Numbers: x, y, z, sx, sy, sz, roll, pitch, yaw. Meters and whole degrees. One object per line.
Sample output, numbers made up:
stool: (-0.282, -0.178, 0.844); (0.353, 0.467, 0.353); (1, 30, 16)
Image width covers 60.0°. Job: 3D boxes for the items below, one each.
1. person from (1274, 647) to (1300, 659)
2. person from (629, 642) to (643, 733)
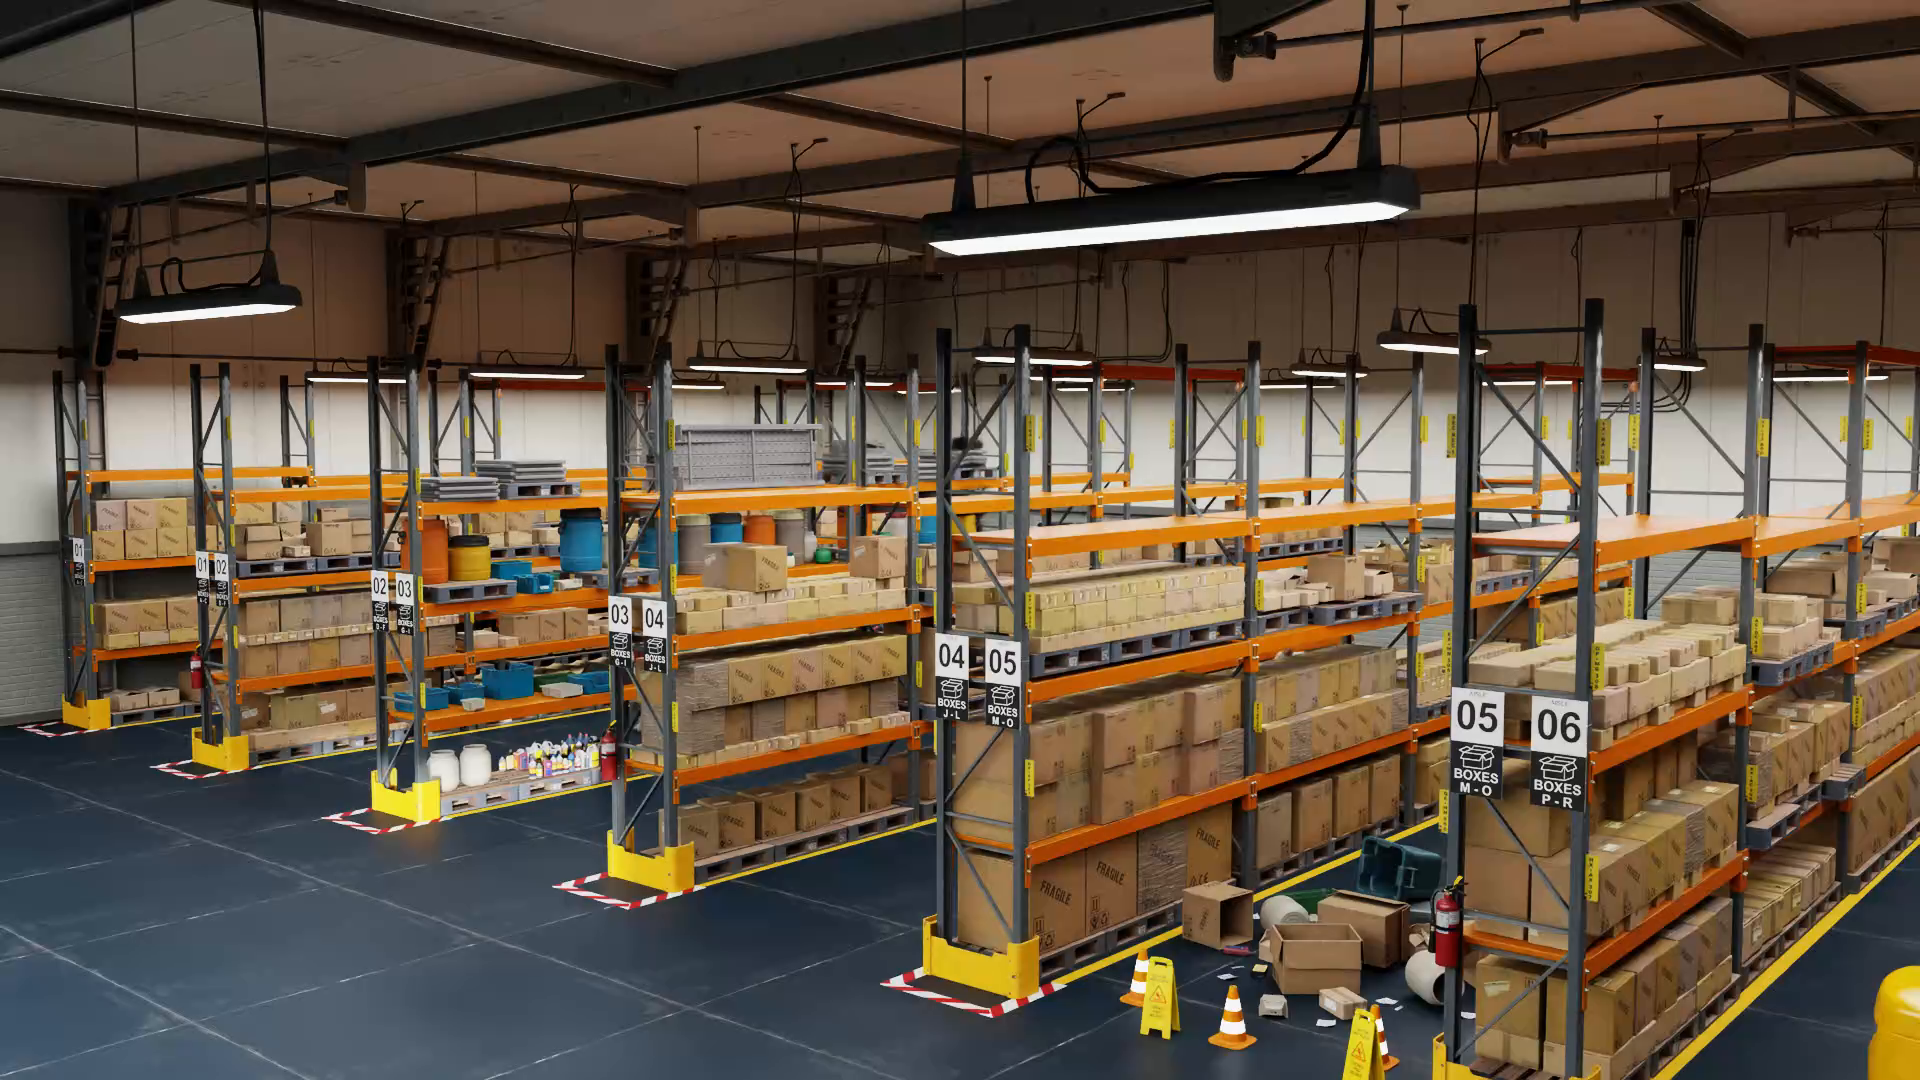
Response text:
person: (5.232, 2.396, 26.401); (0.687, 1.775, 0.913); (3, 5, 34)
person: (-5.425, 2.300, 27.521); (0.682, 1.769, 0.651); (2, 5, 27)
